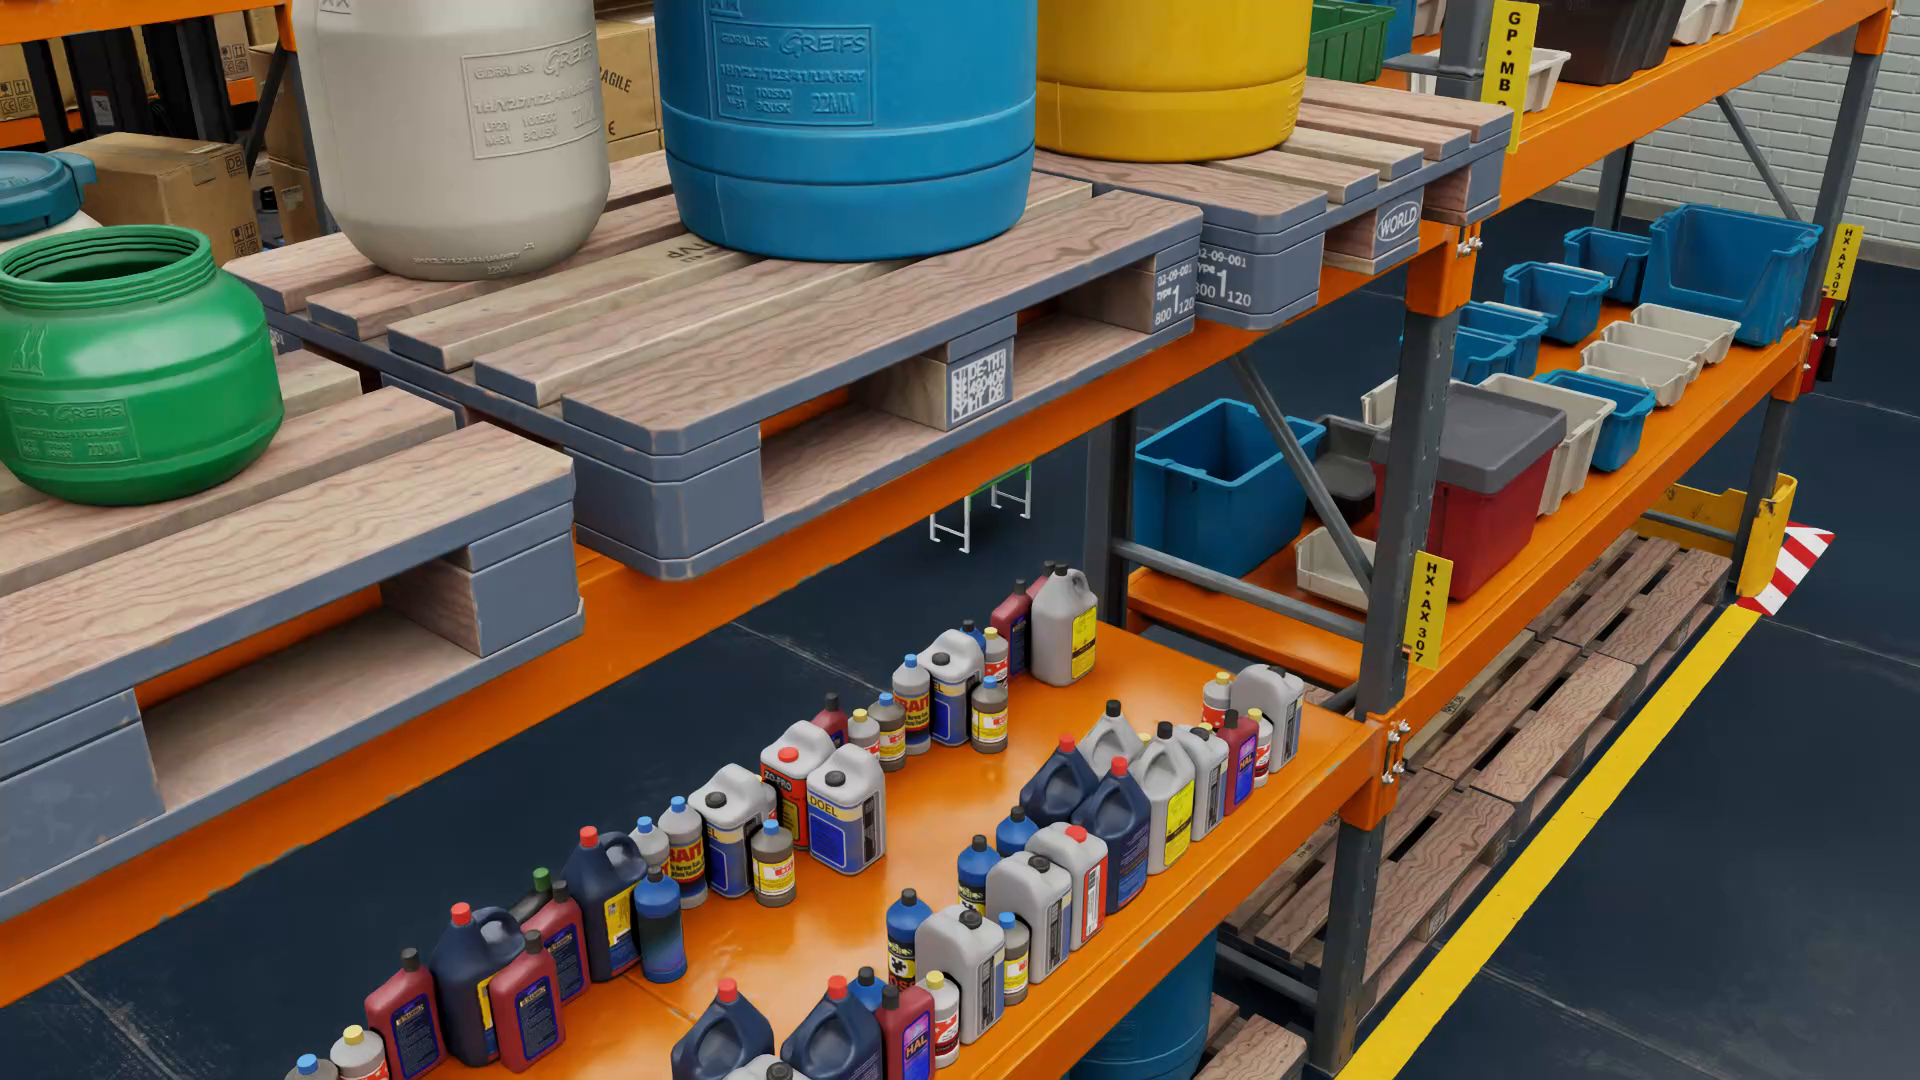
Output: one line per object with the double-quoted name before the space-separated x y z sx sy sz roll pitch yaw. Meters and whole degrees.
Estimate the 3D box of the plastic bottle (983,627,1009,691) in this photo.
"plastic bottle" 0.084 0.334 4.556 0.097 0.201 0.097 0 27 0

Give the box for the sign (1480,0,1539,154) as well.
"sign" 1.214 -1.028 3.698 0.100 0.325 0.005 21 34 34

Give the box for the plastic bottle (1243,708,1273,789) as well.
"plastic bottle" 0.737 0.519 4.199 0.097 0.201 0.097 0 27 0

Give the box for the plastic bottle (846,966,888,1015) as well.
"plastic bottle" -0.182 0.955 3.279 0.097 0.271 0.097 0 27 0

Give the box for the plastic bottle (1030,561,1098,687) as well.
"plastic bottle" 0.291 0.213 4.626 0.144 0.351 0.185 21 34 34

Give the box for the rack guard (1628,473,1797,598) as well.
"rack guard" 3.340 -0.173 8.041 1.175 0.500 0.348 21 34 34

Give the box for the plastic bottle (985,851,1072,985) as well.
"plastic bottle" 0.150 0.792 3.589 0.152 0.276 0.135 21 34 34

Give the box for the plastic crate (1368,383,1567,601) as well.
"plastic crate" 1.552 -0.151 5.143 0.402 0.464 0.583 21 34 34

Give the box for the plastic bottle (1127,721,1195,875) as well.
"plastic bottle" 0.458 0.591 3.898 0.144 0.351 0.185 21 34 34

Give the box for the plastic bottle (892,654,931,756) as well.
"plastic bottle" -0.126 0.420 4.314 0.097 0.271 0.097 0 27 0

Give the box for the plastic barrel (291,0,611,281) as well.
"plastic barrel" -0.742 -0.686 2.443 0.433 0.535 0.433 0 27 0

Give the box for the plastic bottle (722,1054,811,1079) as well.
"plastic bottle" -0.347 1.070 3.053 0.152 0.276 0.135 21 34 34

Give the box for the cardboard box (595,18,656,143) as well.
"cardboard box" -1.857 -2.240 8.119 0.500 0.500 0.500 20 33 33

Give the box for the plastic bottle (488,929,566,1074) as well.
"plastic bottle" -0.870 0.920 3.333 0.061 0.283 0.133 21 34 34

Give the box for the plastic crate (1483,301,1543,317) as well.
"plastic crate" 2.224 -0.859 6.868 0.250 0.136 0.298 21 34 34

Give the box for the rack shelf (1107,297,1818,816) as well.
"rack shelf" 2.063 -0.242 6.237 1.077 0.370 4.000 21 34 34

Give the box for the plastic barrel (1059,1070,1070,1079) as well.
"plastic barrel" -0.019 1.332 4.238 0.600 0.901 0.708 21 34 34

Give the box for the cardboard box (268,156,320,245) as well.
"cardboard box" -2.909 -1.598 7.967 0.500 0.500 0.500 21 34 35

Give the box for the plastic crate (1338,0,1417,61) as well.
"plastic crate" 1.123 -1.527 4.855 0.416 0.233 0.300 21 34 34

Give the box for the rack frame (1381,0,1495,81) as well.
"rack frame" 0.790 -2.517 3.323 1.000 3.000 0.127 21 34 34

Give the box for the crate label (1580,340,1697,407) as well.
"crate label" 2.602 -0.634 6.433 0.396 0.136 0.243 21 34 34

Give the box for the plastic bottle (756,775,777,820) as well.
"plastic bottle" -0.482 0.650 3.946 0.097 0.201 0.097 0 27 0

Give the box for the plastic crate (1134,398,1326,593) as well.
"plastic crate" 0.824 -0.138 5.204 0.392 0.384 0.575 21 34 34

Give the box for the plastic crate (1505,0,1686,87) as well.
"plastic crate" 1.792 -1.487 4.738 0.497 0.269 0.590 21 34 34

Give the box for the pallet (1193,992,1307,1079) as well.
"pallet" 0.267 1.647 4.836 1.003 0.211 1.213 21 34 34

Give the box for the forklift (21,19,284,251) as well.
"forklift" -5.016 -2.298 9.502 3.031 2.935 1.130 5 28 9

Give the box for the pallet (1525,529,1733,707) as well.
"pallet" 2.780 0.249 7.540 1.003 0.211 1.213 21 34 34

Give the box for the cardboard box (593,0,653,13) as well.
"cardboard box" -1.942 -2.584 8.784 0.500 0.500 0.500 20 34 34

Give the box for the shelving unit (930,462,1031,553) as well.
"shelving unit" 0.105 -0.592 8.088 0.258 1.200 0.503 21 34 34

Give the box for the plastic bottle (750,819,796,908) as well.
"plastic bottle" -0.426 0.729 3.793 0.097 0.201 0.097 0 27 0

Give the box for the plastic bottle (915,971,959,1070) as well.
"plastic bottle" -0.050 0.957 3.352 0.097 0.201 0.097 0 27 0

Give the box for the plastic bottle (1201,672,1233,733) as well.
"plastic bottle" 0.681 0.440 4.352 0.097 0.201 0.097 0 27 0

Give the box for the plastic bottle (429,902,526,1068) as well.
"plastic bottle" -0.965 0.870 3.358 0.144 0.351 0.185 21 34 34

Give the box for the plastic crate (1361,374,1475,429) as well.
"plastic crate" 1.666 -0.468 6.111 0.293 0.136 0.466 21 34 34

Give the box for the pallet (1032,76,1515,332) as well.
"pallet" 0.367 -0.795 3.463 1.213 0.211 1.003 21 34 34

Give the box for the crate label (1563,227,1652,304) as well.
"crate label" 2.924 -1.232 7.484 0.416 0.233 0.303 21 34 34

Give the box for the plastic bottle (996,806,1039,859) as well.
"plastic bottle" 0.128 0.717 3.740 0.097 0.271 0.097 0 27 0

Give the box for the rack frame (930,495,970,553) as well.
"rack frame" -0.050 -0.505 7.921 0.240 1.200 0.015 21 34 34

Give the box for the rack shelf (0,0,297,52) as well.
"rack shelf" -4.302 -1.606 5.607 1.077 0.370 4.000 21 34 34

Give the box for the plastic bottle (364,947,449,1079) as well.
"plastic bottle" -1.099 0.944 3.288 0.061 0.283 0.133 21 34 34

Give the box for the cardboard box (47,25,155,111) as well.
"cardboard box" -6.028 -3.326 11.089 0.980 0.700 0.700 20 33 33

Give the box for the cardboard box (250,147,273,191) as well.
"cardboard box" -5.316 -2.609 12.293 0.700 0.500 0.500 19 33 33

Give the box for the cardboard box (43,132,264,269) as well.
"cardboard box" -3.503 -1.430 7.184 0.700 0.500 0.500 9 29 18

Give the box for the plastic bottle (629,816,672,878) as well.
"plastic bottle" -0.691 0.735 3.704 0.097 0.271 0.097 0 27 0
